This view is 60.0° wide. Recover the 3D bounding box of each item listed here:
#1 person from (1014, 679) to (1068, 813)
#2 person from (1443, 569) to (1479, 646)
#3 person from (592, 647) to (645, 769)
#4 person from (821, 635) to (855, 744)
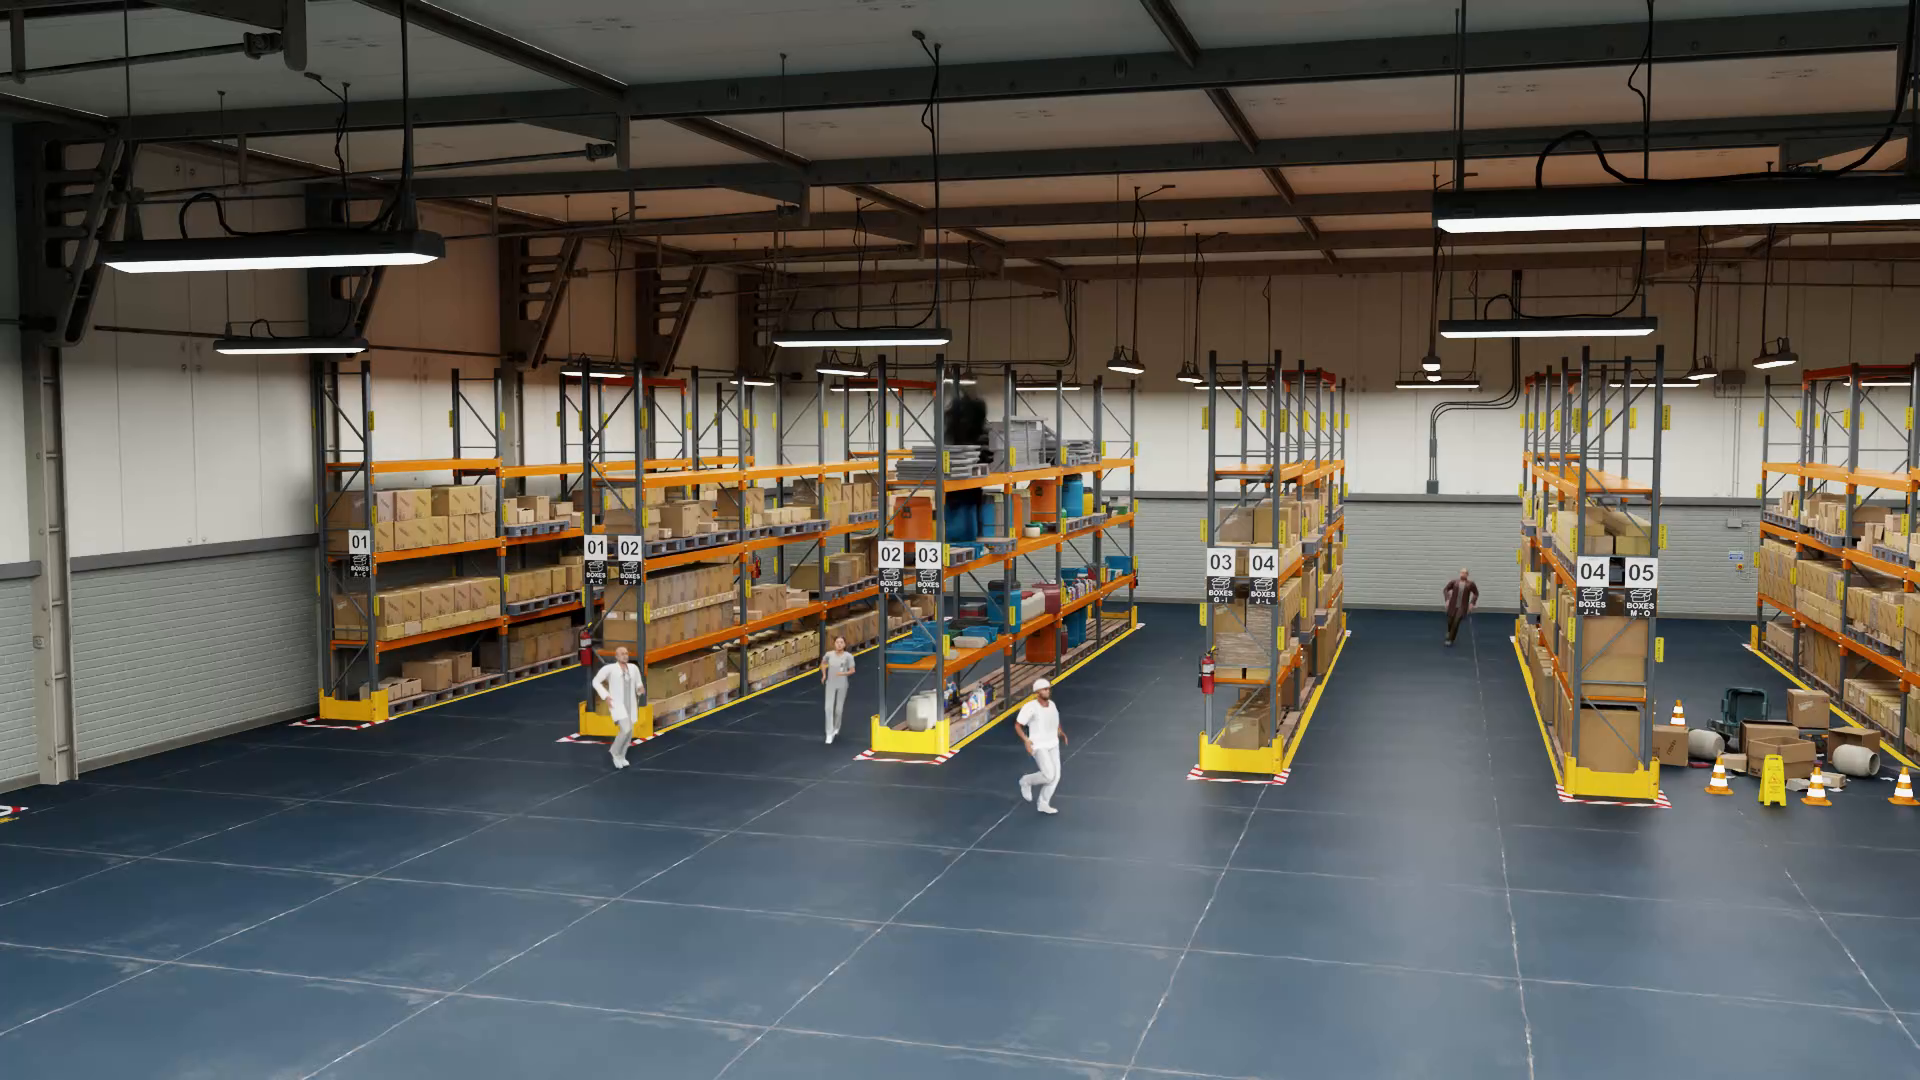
[{"bbox_3d":[1.058,2.628,21.311,0.718,1.712,0.578,-4,5,-41],"label":"person"},{"bbox_3d":[11.182,1.492,37.153,0.766,1.708,0.802,2,4,22],"label":"person"},{"bbox_3d":[-4.836,2.423,23.950,0.710,1.765,0.656,-4,5,-42],"label":"person"},{"bbox_3d":[-1.911,2.328,26.057,0.544,1.712,0.705,0,4,-1],"label":"person"}]
